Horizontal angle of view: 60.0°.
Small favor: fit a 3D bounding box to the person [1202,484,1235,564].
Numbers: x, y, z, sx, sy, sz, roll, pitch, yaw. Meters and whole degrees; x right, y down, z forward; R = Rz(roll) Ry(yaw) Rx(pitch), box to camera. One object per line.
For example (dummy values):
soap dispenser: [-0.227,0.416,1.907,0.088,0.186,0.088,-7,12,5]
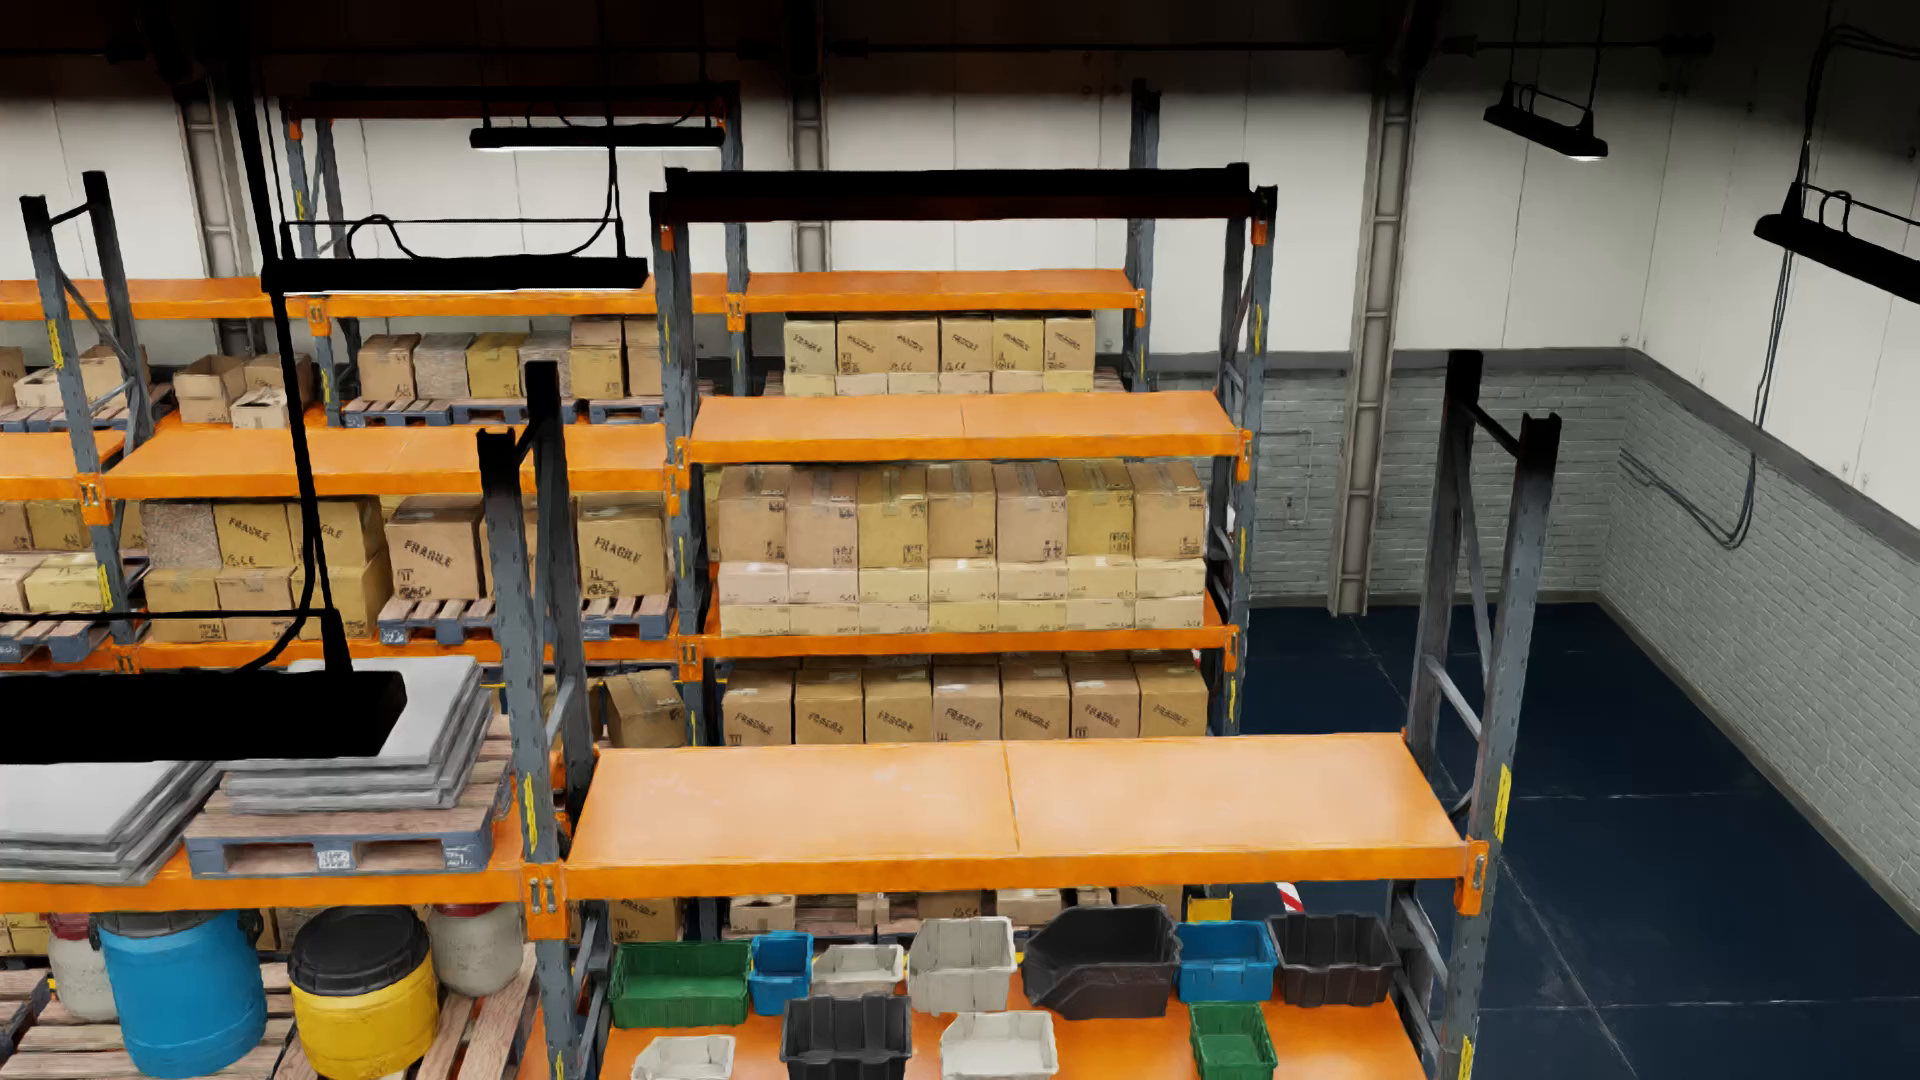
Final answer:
person: [2.878,0.148,18.531,0.697,1.670,0.552,14,26,30]
